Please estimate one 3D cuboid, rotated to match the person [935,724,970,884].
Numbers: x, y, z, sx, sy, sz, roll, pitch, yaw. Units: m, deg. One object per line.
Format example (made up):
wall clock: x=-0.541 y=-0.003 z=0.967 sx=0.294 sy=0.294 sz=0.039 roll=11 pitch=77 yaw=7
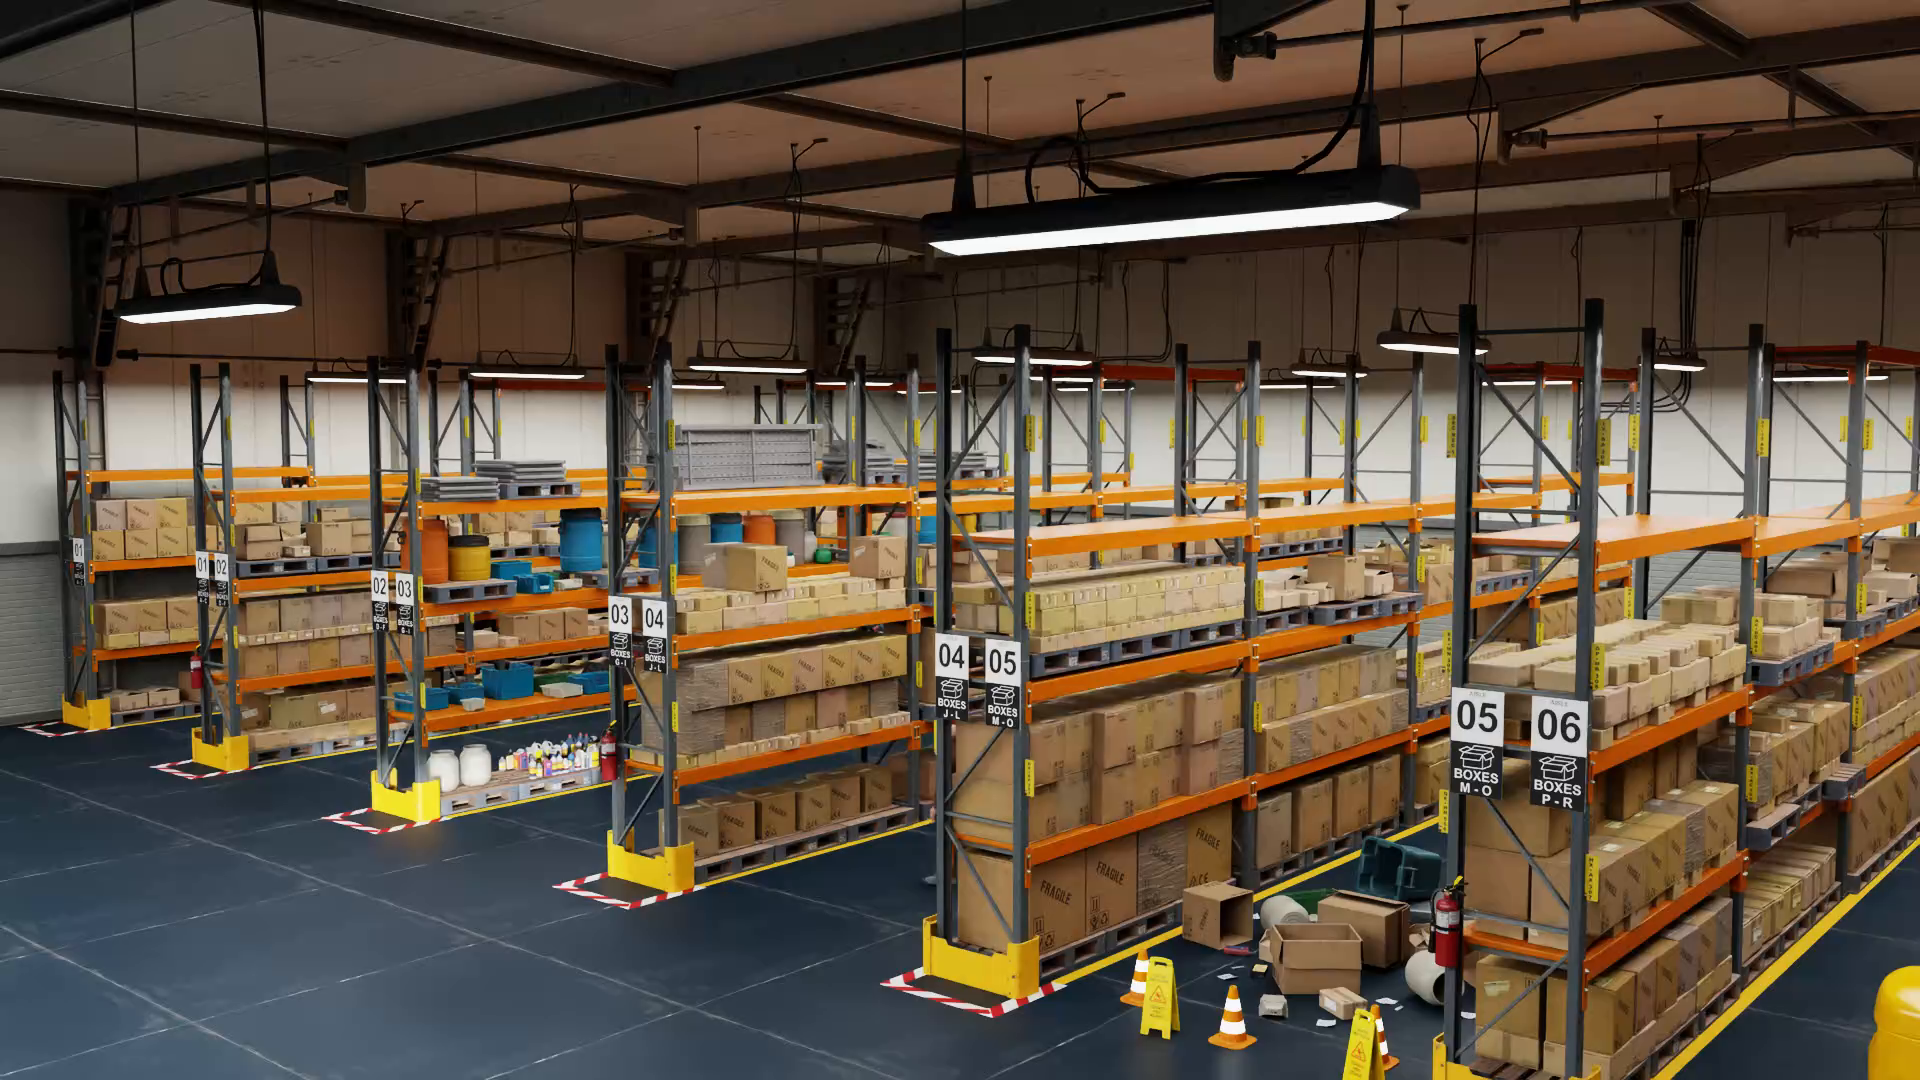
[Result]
person: x=-0.057 y=2.942 z=18.549 sx=0.434 sy=1.809 sz=0.694 roll=0 pitch=4 yaw=2
